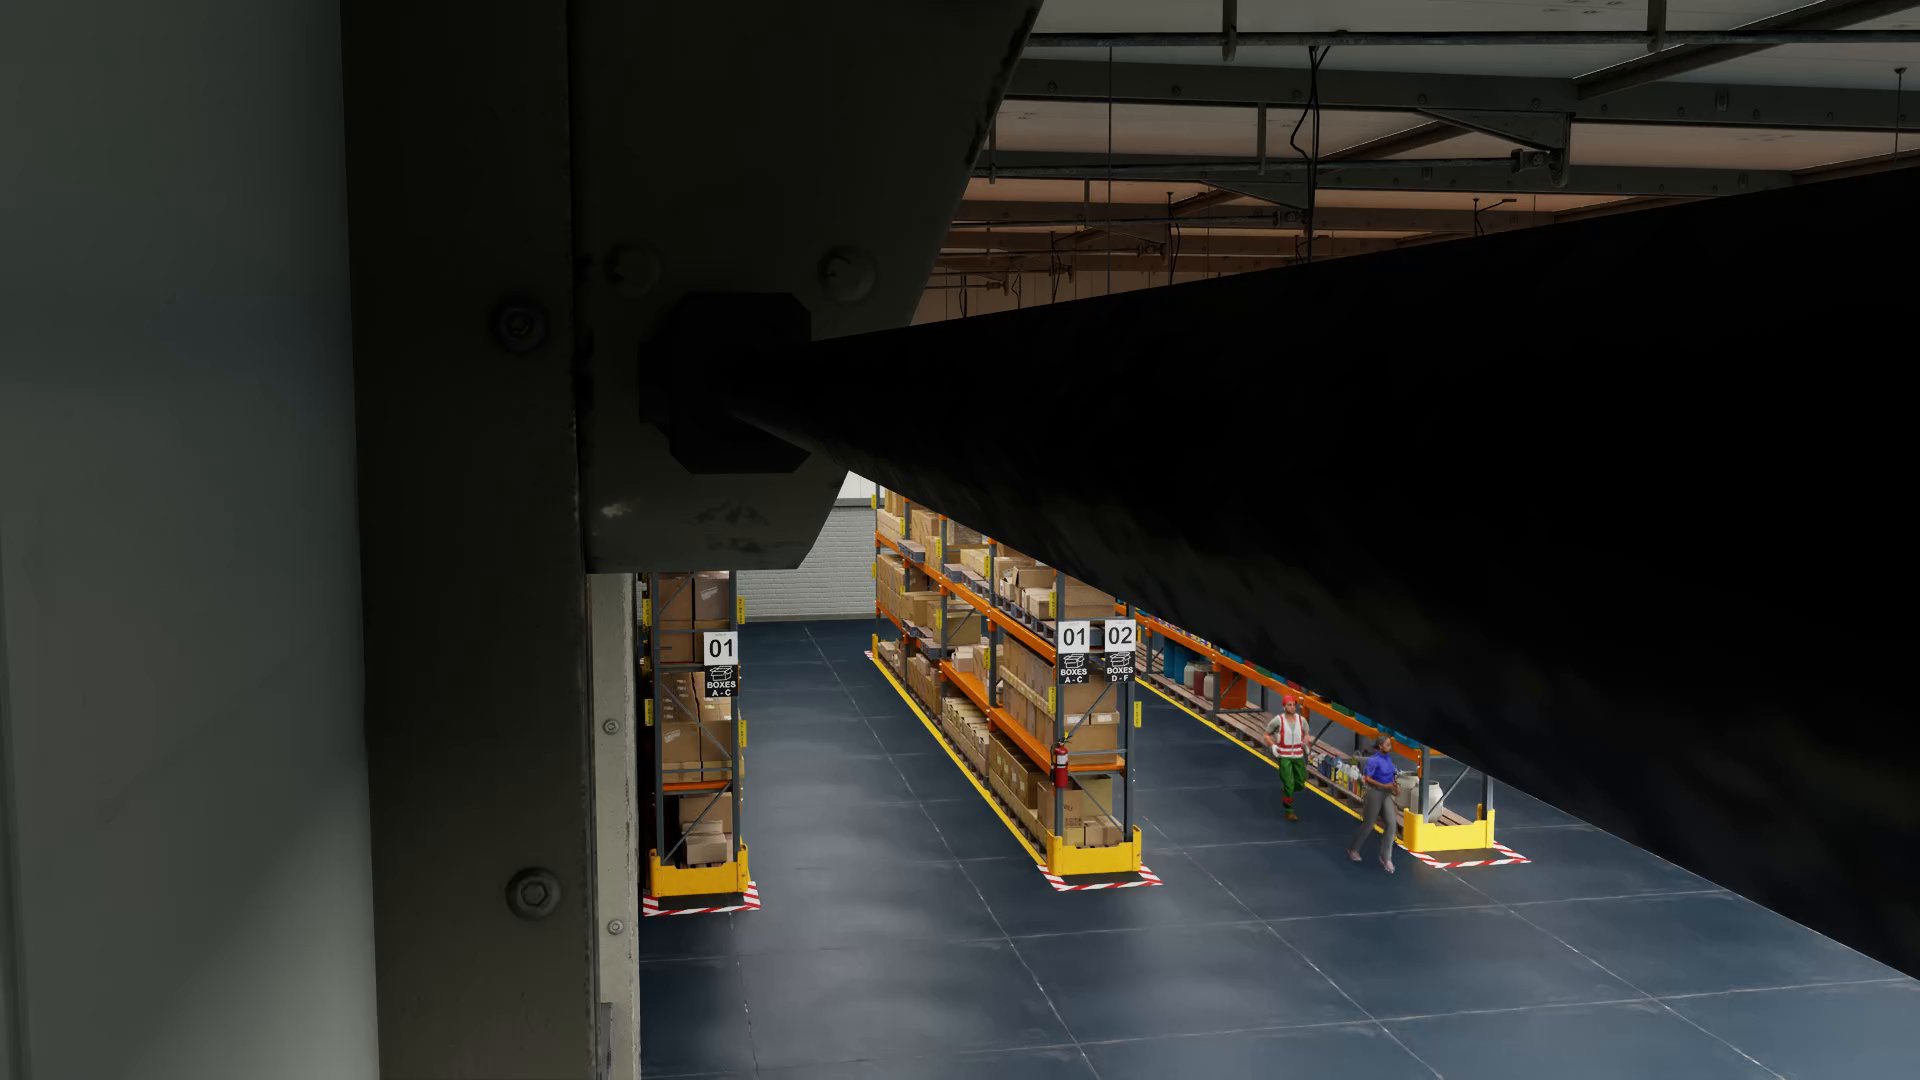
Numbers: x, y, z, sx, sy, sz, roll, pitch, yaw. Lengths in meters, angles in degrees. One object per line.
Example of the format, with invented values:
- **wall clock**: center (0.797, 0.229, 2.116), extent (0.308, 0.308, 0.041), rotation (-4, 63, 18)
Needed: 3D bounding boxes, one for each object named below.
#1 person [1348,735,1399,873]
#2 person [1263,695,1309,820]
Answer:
- **person**: center (5.395, 3.340, 21.281), extent (0.633, 1.678, 0.711), rotation (-4, 7, -37)
- **person**: center (4.638, 3.054, 23.510), extent (0.659, 1.741, 0.708), rotation (-1, 6, -9)
